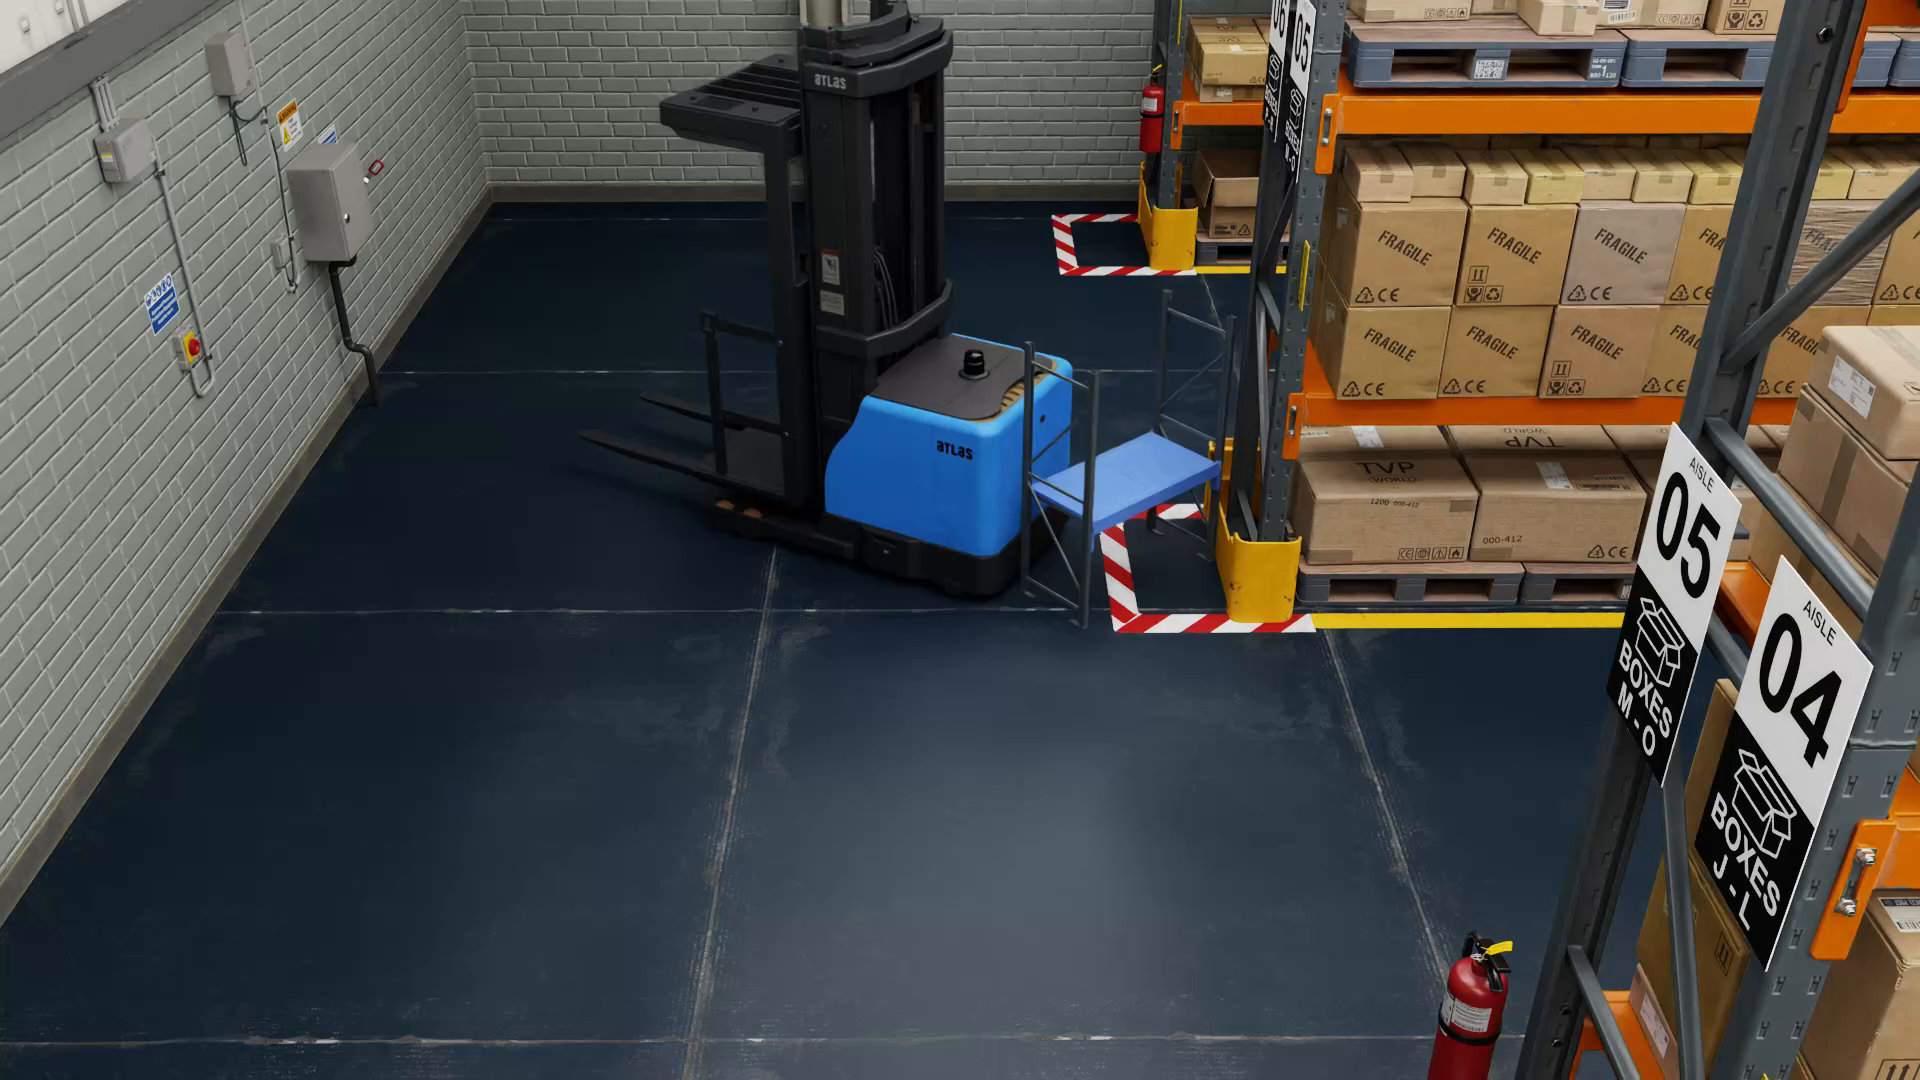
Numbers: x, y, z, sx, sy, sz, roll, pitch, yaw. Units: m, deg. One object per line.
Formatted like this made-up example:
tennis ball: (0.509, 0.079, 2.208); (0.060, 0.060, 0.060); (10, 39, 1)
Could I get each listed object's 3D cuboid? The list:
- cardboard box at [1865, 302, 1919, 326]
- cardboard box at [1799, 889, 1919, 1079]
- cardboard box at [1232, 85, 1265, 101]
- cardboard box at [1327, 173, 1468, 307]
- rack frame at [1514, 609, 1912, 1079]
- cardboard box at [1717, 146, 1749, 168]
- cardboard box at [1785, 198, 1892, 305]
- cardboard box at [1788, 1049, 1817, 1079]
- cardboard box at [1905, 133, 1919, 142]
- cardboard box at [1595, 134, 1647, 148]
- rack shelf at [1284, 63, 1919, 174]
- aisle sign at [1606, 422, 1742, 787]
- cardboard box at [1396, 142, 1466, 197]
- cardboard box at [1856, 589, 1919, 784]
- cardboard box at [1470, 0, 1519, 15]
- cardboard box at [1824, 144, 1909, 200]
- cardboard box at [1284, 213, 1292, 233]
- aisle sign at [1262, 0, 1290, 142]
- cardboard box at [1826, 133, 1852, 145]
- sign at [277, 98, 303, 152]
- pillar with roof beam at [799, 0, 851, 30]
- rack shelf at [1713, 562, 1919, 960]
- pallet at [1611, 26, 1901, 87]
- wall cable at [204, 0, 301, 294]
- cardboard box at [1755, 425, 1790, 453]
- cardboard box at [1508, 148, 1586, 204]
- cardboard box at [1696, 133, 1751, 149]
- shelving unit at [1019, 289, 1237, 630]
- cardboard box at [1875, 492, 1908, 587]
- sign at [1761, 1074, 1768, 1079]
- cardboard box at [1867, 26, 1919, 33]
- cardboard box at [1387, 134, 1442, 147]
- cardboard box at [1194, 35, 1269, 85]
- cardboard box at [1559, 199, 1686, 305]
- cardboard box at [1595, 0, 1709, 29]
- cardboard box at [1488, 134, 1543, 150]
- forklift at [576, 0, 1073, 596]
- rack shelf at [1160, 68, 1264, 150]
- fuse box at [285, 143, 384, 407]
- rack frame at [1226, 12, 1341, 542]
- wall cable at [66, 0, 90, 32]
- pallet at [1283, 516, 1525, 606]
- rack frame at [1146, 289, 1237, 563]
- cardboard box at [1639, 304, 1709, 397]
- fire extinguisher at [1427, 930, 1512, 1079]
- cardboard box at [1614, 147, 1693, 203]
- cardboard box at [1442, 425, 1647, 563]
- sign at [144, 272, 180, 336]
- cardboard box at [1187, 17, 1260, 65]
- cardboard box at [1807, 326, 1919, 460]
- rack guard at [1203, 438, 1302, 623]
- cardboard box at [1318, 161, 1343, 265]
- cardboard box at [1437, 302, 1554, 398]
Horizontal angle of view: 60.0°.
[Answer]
cardboard box: (4.660, -1.058, 8.396); (0.500, 0.500, 0.500); (-1, 31, -2)
cardboard box: (2.218, 0.964, 3.811); (0.500, 0.500, 0.500); (0, 31, -1)
cardboard box: (2.188, -3.493, 12.746); (0.250, 0.149, 0.380); (1, 31, 1)
cardboard box: (2.119, -1.466, 8.103); (0.500, 0.500, 0.500); (-1, 31, -1)
rack frame: (1.768, 1.426, 4.398); (0.127, 3.000, 1.000); (0, 31, 0)
cardboard box: (3.806, -1.756, 7.956); (0.250, 0.149, 0.380); (0, 31, 0)
cardboard box: (4.150, -1.476, 8.120); (0.500, 0.500, 0.500); (0, 31, 0)
cardboard box: (2.219, 1.398, 4.061); (0.500, 0.500, 0.500); (1, 31, 2)
cardboard box: (4.808, -2.004, 8.364); (0.250, 0.149, 0.380); (-1, 31, -1)
cardboard box: (3.270, -2.027, 8.402); (0.250, 0.149, 0.380); (1, 31, 1)
rack shelf: (3.637, -2.123, 8.048); (4.000, 0.370, 1.077); (0, 31, 0)
aisle sign: (1.693, 0.159, 3.980); (0.004, 0.787, 0.394); (0, 31, 0)
cardboard box: (2.255, -1.785, 8.003); (0.250, 0.149, 0.380); (1, 31, 1)
cardboard box: (2.218, 0.338, 3.442); (0.500, 0.250, 0.500); (1, 31, 1)
cardboard box: (2.505, -2.630, 7.931); (0.250, 0.149, 0.380); (-2, 31, -4)
cardboard box: (4.314, -1.766, 7.972); (0.250, 0.149, 0.380); (0, 31, -1)
cardboard box: (2.641, -2.611, 13.394); (0.250, 0.149, 0.380); (-1, 31, -2)
aisle sign: (1.563, -2.414, 8.220); (0.004, 0.787, 0.394); (0, 31, 0)
cardboard box: (4.293, -2.049, 8.439); (0.250, 0.149, 0.380); (-1, 31, -2)
sign: (-4.075, -2.526, 10.114); (0.001, 0.242, 0.339); (0, 31, 0)
pillar with roof beam: (-1.072, -4.507, 8.393); (0.400, 9.000, 9.100); (0, 31, 0)
rack shelf: (3.768, 0.444, 3.817); (4.000, 0.370, 1.077); (0, 31, 0)
pallet: (3.602, -2.399, 7.896); (1.213, 0.211, 1.003); (0, 31, 0)
wall cable: (-4.022, -2.282, 9.529); (0.122, 1.984, 0.588); (0, 31, 0)
cardboard box: (5.008, -0.292, 9.294); (0.875, 0.438, 0.875); (-1, 31, -1)
cardboard box: (2.779, -1.736, 7.923); (0.250, 0.149, 0.380); (-1, 31, -2)
cardboard box: (3.797, -2.040, 8.425); (0.250, 0.149, 0.380); (0, 31, 0)
shelving unit: (0.885, -0.438, 8.914); (1.048, 1.500, 0.538); (-25, 39, -34)
cardboard box: (2.218, 0.127, 3.309); (0.500, 0.250, 0.500); (0, 31, 0)
sign: (1.771, 1.337, 3.709); (0.005, 0.325, 0.100); (0, 31, 0)
cardboard box: (4.289, -2.682, 7.676); (0.637, 0.503, 0.797); (2, 31, 4)
cardboard box: (2.248, -2.008, 8.371); (0.250, 0.149, 0.380); (0, 31, 1)
cardboard box: (2.059, -3.641, 12.607); (0.500, 0.250, 0.500); (0, 31, 0)
cardboard box: (3.150, -1.477, 8.121); (0.500, 0.500, 0.500); (0, 31, -1)
cardboard box: (3.134, -2.587, 7.704); (0.500, 0.311, 0.500); (0, 31, 1)
cardboard box: (2.758, -2.031, 8.410); (0.250, 0.149, 0.380); (1, 31, 1)
forklift: (-0.899, -1.490, 9.269); (3.031, 2.935, 1.130); (16, 35, 25)
rack shelf: (3.603, -3.415, 13.070); (4.000, 0.370, 1.077); (0, 31, 0)
fuse box: (-3.868, -1.651, 10.711); (0.414, 1.711, 0.539); (0, 31, 0)
rack frame: (1.637, -1.142, 8.629); (0.127, 3.000, 1.000); (0, 31, 0)
wall cable: (-4.049, -3.543, 6.803); (0.029, 3.000, 0.463); (0, 31, 0)
pallet: (2.436, 0.007, 9.424); (1.213, 0.211, 1.003); (0, 31, 0)
rack frame: (1.266, -0.612, 9.202); (0.032, 1.500, 0.500); (-25, 39, -34)
cardboard box: (3.634, -1.056, 8.391); (0.500, 0.500, 0.500); (1, 31, 1)
fire extinguisher: (1.513, 1.379, 4.908); (0.183, 0.674, 0.296); (0, 31, 0)
cardboard box: (3.291, -1.743, 7.935); (0.250, 0.149, 0.380); (0, 31, 0)
cardboard box: (3.211, -0.287, 9.286); (0.875, 0.438, 0.875); (1, 31, 1)
sign: (-4.062, -1.202, 8.468); (0.001, 0.218, 0.327); (0, 31, 0)
cardboard box: (2.062, -3.919, 13.064); (0.500, 0.250, 0.500); (1, 31, 1)
cardboard box: (2.099, -0.330, 3.678); (0.250, 0.149, 0.380); (0, 31, -1)
rack guard: (1.613, -0.073, 9.277); (0.348, 0.500, 1.175); (0, 31, 0)
cardboard box: (2.118, -1.737, 8.550); (0.500, 0.500, 0.500); (1, 31, 1)
cardboard box: (2.624, -1.053, 8.387); (0.500, 0.500, 0.500); (-1, 31, -1)
